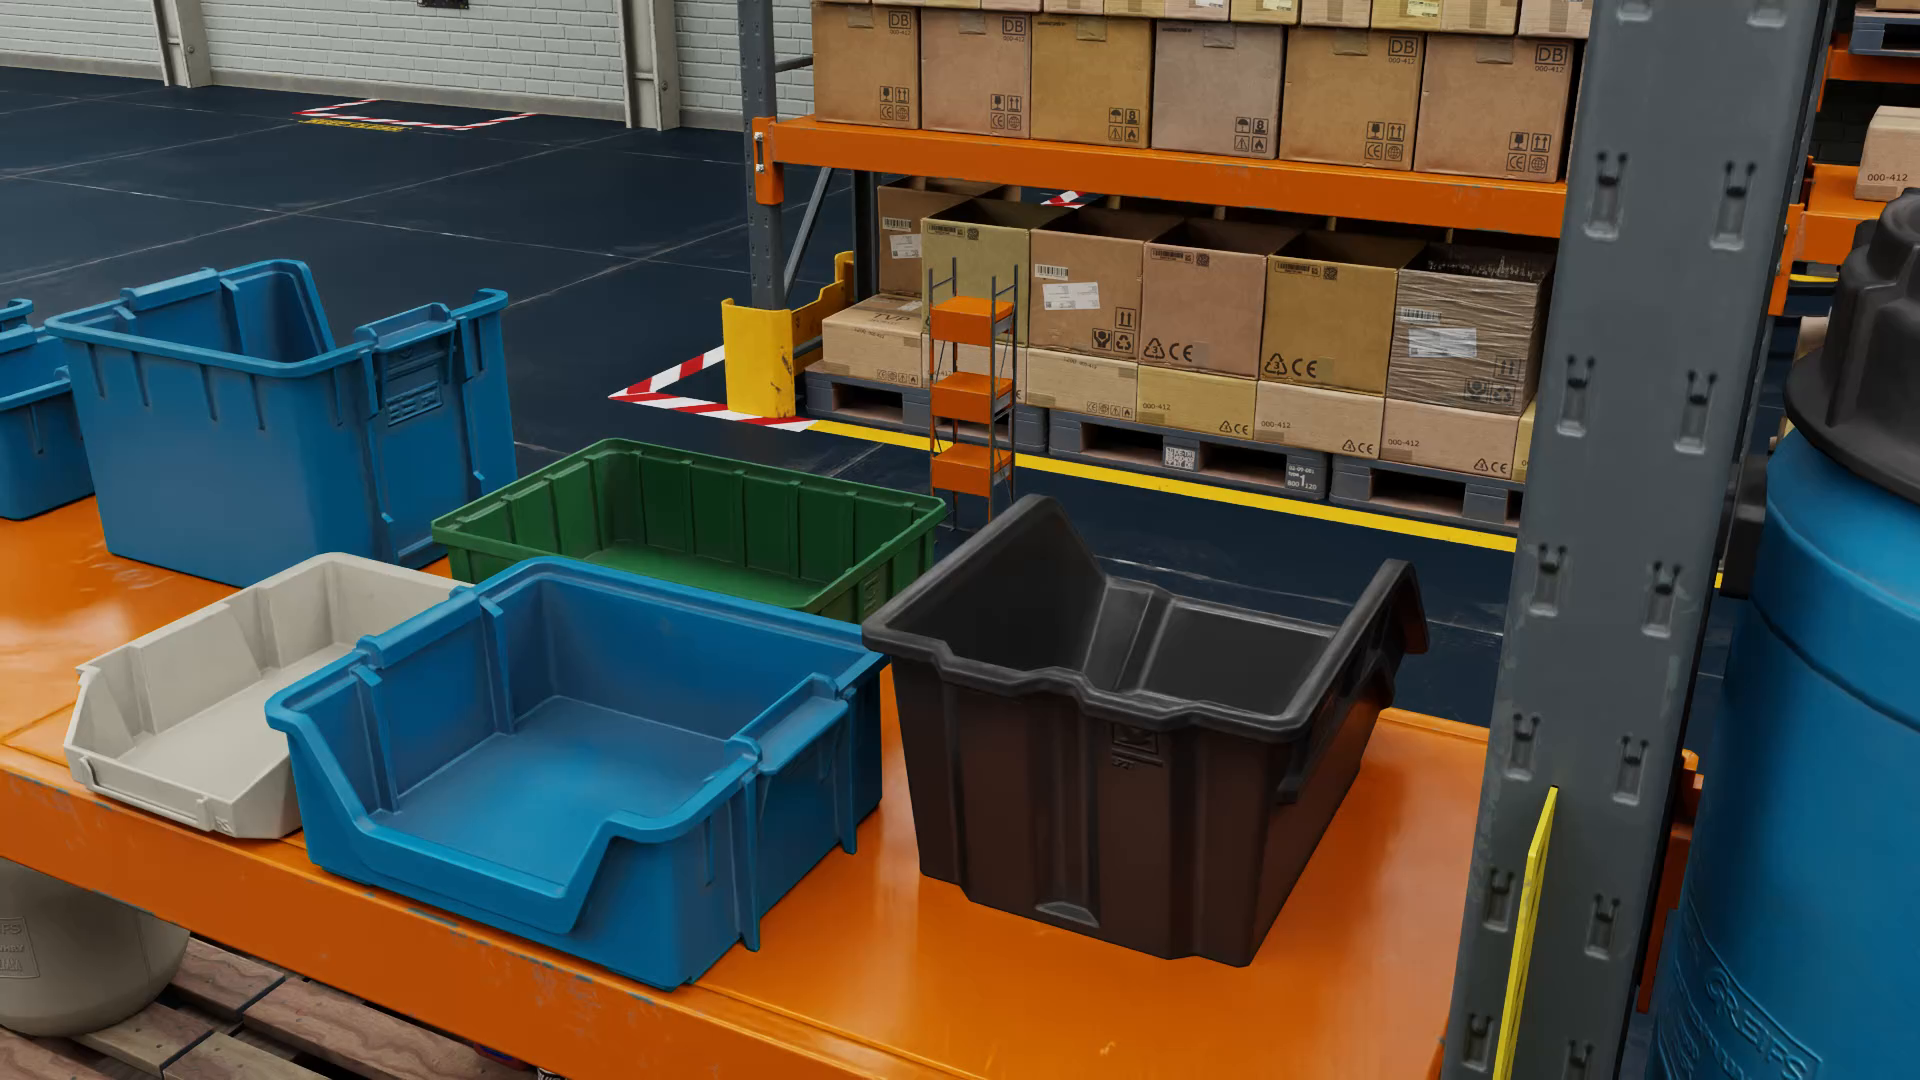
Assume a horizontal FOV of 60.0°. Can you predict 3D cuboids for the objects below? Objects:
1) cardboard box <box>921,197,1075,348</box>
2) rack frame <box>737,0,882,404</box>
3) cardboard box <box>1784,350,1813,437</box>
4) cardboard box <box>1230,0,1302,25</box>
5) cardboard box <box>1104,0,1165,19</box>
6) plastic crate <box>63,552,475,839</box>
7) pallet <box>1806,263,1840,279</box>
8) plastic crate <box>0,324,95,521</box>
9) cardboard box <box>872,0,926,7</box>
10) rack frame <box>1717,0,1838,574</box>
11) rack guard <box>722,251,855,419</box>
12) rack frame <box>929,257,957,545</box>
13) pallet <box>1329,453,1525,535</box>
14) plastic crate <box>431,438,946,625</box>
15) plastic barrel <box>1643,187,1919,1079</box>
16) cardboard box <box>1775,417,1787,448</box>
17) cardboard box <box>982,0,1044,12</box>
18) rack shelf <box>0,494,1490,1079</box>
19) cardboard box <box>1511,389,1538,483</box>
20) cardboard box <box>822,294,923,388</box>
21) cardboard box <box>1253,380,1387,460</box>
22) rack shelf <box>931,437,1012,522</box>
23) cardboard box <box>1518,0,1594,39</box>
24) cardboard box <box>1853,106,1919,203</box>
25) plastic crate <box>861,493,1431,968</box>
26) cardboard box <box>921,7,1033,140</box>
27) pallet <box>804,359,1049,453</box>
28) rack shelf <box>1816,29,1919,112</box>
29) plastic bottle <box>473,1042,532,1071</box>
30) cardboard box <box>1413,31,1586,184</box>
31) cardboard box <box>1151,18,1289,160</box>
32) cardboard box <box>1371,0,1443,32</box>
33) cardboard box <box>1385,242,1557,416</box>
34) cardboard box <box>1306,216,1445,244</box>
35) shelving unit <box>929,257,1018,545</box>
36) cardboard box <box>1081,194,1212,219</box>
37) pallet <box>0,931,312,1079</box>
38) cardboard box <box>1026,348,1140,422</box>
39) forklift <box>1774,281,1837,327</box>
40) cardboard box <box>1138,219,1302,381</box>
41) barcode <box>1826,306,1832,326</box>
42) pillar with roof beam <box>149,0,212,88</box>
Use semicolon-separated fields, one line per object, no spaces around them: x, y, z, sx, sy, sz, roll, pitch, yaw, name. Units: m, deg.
0.167;-1.164;7.172;0.500;0.500;0.500;11;25;25;cardboard box
-0.658;-2.151;7.474;0.127;3.000;1.000;11;25;25;rack frame
3.168;-0.470;5.783;0.500;0.311;0.500;11;26;25;cardboard box
1.201;-2.033;6.240;0.250;0.149;0.380;12;26;26;cardboard box
0.745;-2.124;6.455;0.250;0.149;0.380;11;25;24;cardboard box
-0.890;0.208;2.265;0.437;0.136;0.530;11;25;25;plastic crate
5.839;-1.755;10.107;1.213;0.211;1.003;11;25;25;pallet
-1.738;-0.252;3.201;0.408;0.251;0.499;11;25;25;plastic crate
-0.168;-2.305;6.881;0.250;0.149;0.380;10;25;23;cardboard box
2.911;-1.444;5.813;0.127;3.000;1.000;11;25;25;rack frame
-0.680;-1.005;7.973;0.348;0.500;1.175;11;25;25;rack guard
-0.061;-0.495;6.073;0.008;1.050;0.200;11;25;25;rack frame
2.221;-0.316;6.724;1.213;0.211;1.003;11;25;25;pallet
-0.411;0.044;2.584;0.662;0.188;0.450;11;25;25;plastic crate
0.881;0.228;1.240;0.708;0.901;0.600;11;25;25;plastic barrel
3.160;-0.215;5.898;0.500;0.250;0.500;11;25;23;cardboard box
0.278;-2.215;6.669;0.250;0.149;0.380;11;25;24;cardboard box
-1.112;0.263;2.718;4.000;0.370;1.077;11;25;25;rack shelf
2.399;-0.378;6.282;0.500;0.250;0.500;11;25;25;cardboard box
-0.280;-0.906;7.525;0.500;0.250;0.500;11;25;25;cardboard box
1.504;-0.553;6.694;0.500;0.250;0.500;11;25;25;cardboard box
0.048;-0.208;6.135;0.240;0.259;0.215;11;25;25;rack shelf
2.117;-1.852;5.815;0.250;0.149;0.380;10;25;23;cardboard box
3.370;-1.304;5.674;0.500;0.250;0.500;13;26;28;cardboard box
0.263;0.177;2.081;0.504;0.338;0.767;11;25;25;plastic crate
0.223;-2.019;7.036;0.500;0.500;0.700;12;26;26;cardboard box
0.043;-0.747;7.737;1.213;0.211;1.003;11;25;25;pallet
6.928;-2.491;9.194;4.000;0.370;1.077;11;25;25;rack shelf
-0.895;0.889;3.236;0.133;0.283;0.061;11;25;25;plastic bottle
2.039;-1.657;6.187;0.500;0.500;0.700;11;25;24;cardboard box
1.135;-1.837;6.610;0.500;0.500;0.700;12;26;26;cardboard box
1.665;-1.942;6.028;0.250;0.149;0.380;11;25;24;cardboard box
1.958;-0.815;6.353;0.500;0.500;0.500;11;25;25;cardboard box
1.746;-1.085;6.987;0.500;0.500;0.500;11;25;25;cardboard box
0.048;-0.474;6.022;0.252;1.050;0.215;11;25;25;shelving unit
0.854;-1.261;7.402;0.500;0.500;0.500;11;25;25;cardboard box
-2.085;1.004;3.619;1.213;0.211;1.003;11;25;25;pallet
0.614;-0.731;7.112;0.500;0.250;0.500;11;25;25;cardboard box
3.563;-2.394;8.135;3.031;2.935;1.130;1;23;2;forklift
1.057;-0.986;6.753;0.500;0.500;0.500;11;25;25;cardboard box
2.951;-0.748;5.581;0.075;0.075;0.001;11;25;25;barcode
-10.063;-7.436;12.237;0.400;9.000;9.100;11;25;25;pillar with roof beam
